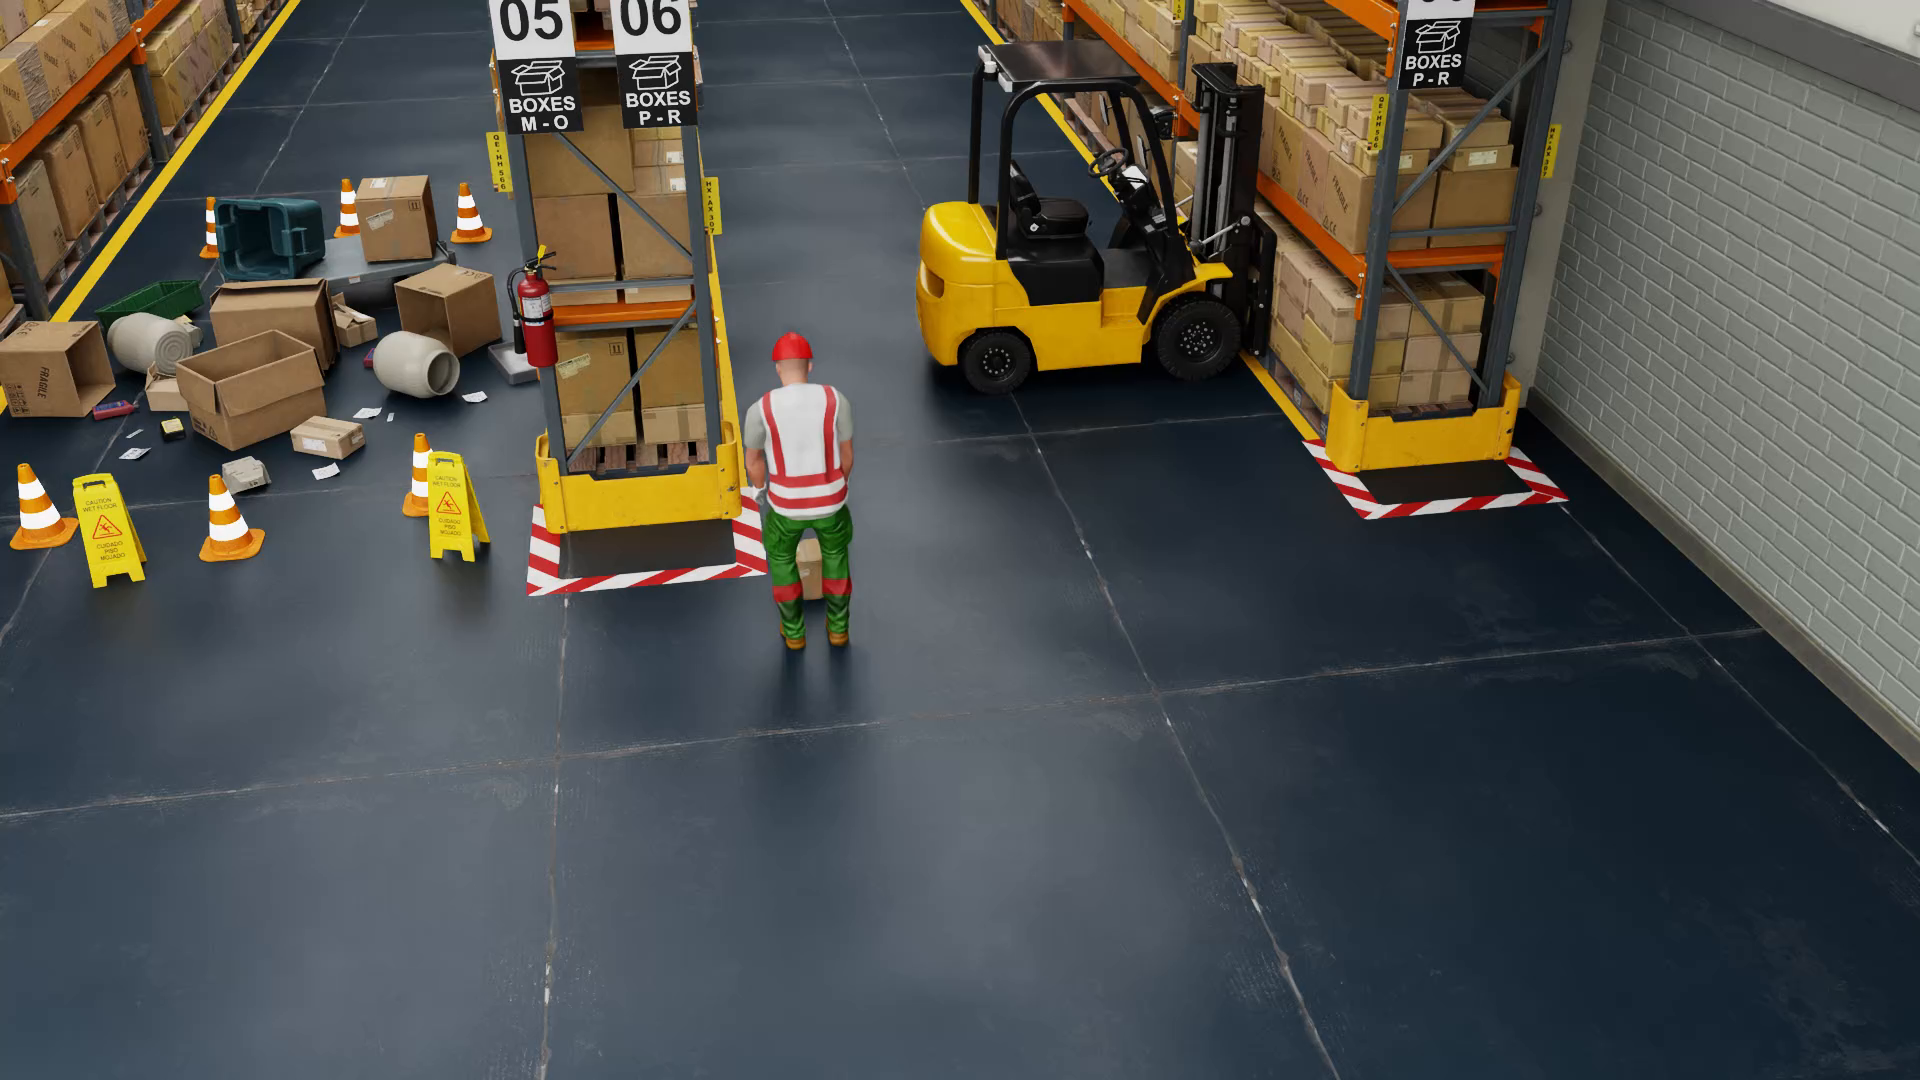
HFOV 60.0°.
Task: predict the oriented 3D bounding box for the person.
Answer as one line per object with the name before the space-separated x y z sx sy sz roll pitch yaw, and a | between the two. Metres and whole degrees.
person | -0.818 -0.232 8.590 0.551 1.713 0.496 -5 31 -8
